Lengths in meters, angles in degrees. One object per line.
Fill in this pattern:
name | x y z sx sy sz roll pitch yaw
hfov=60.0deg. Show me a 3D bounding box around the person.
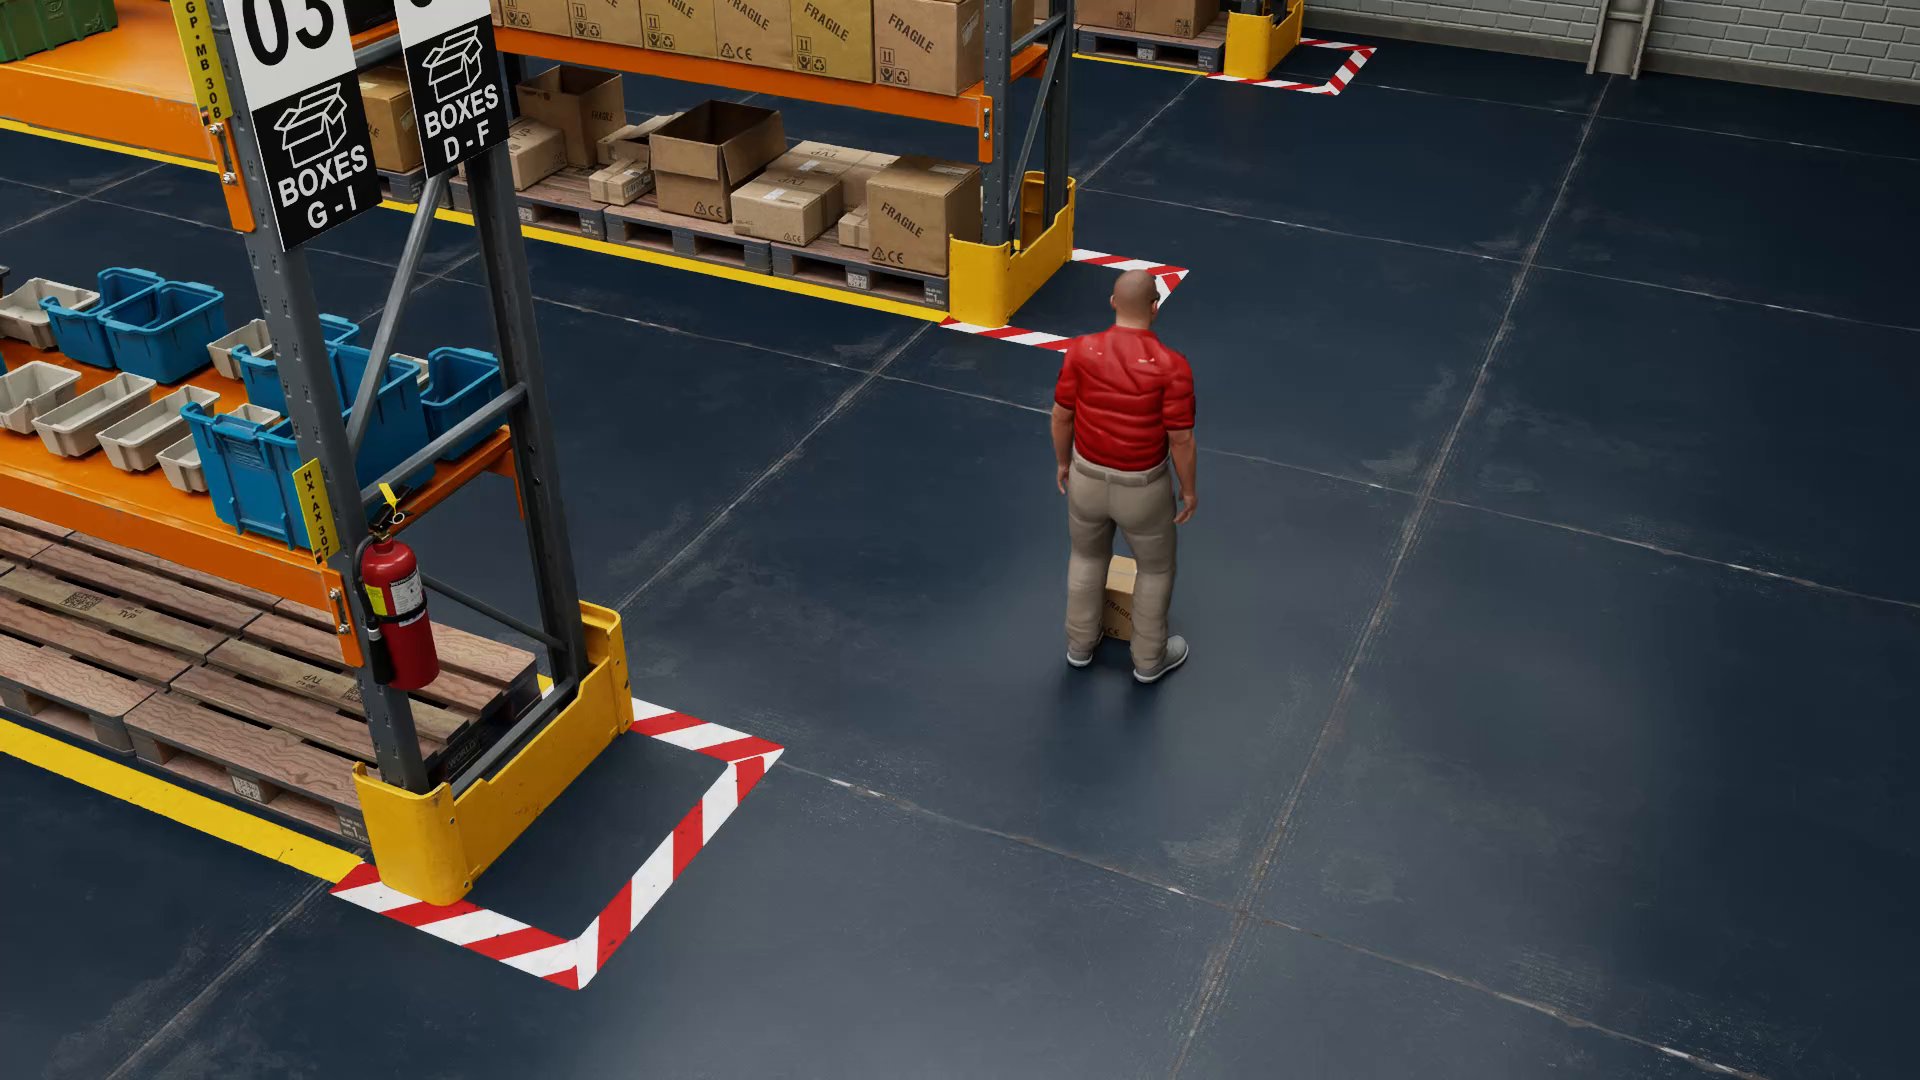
person | 0.643 -0.230 6.501 0.586 1.727 0.395 15 36 21
